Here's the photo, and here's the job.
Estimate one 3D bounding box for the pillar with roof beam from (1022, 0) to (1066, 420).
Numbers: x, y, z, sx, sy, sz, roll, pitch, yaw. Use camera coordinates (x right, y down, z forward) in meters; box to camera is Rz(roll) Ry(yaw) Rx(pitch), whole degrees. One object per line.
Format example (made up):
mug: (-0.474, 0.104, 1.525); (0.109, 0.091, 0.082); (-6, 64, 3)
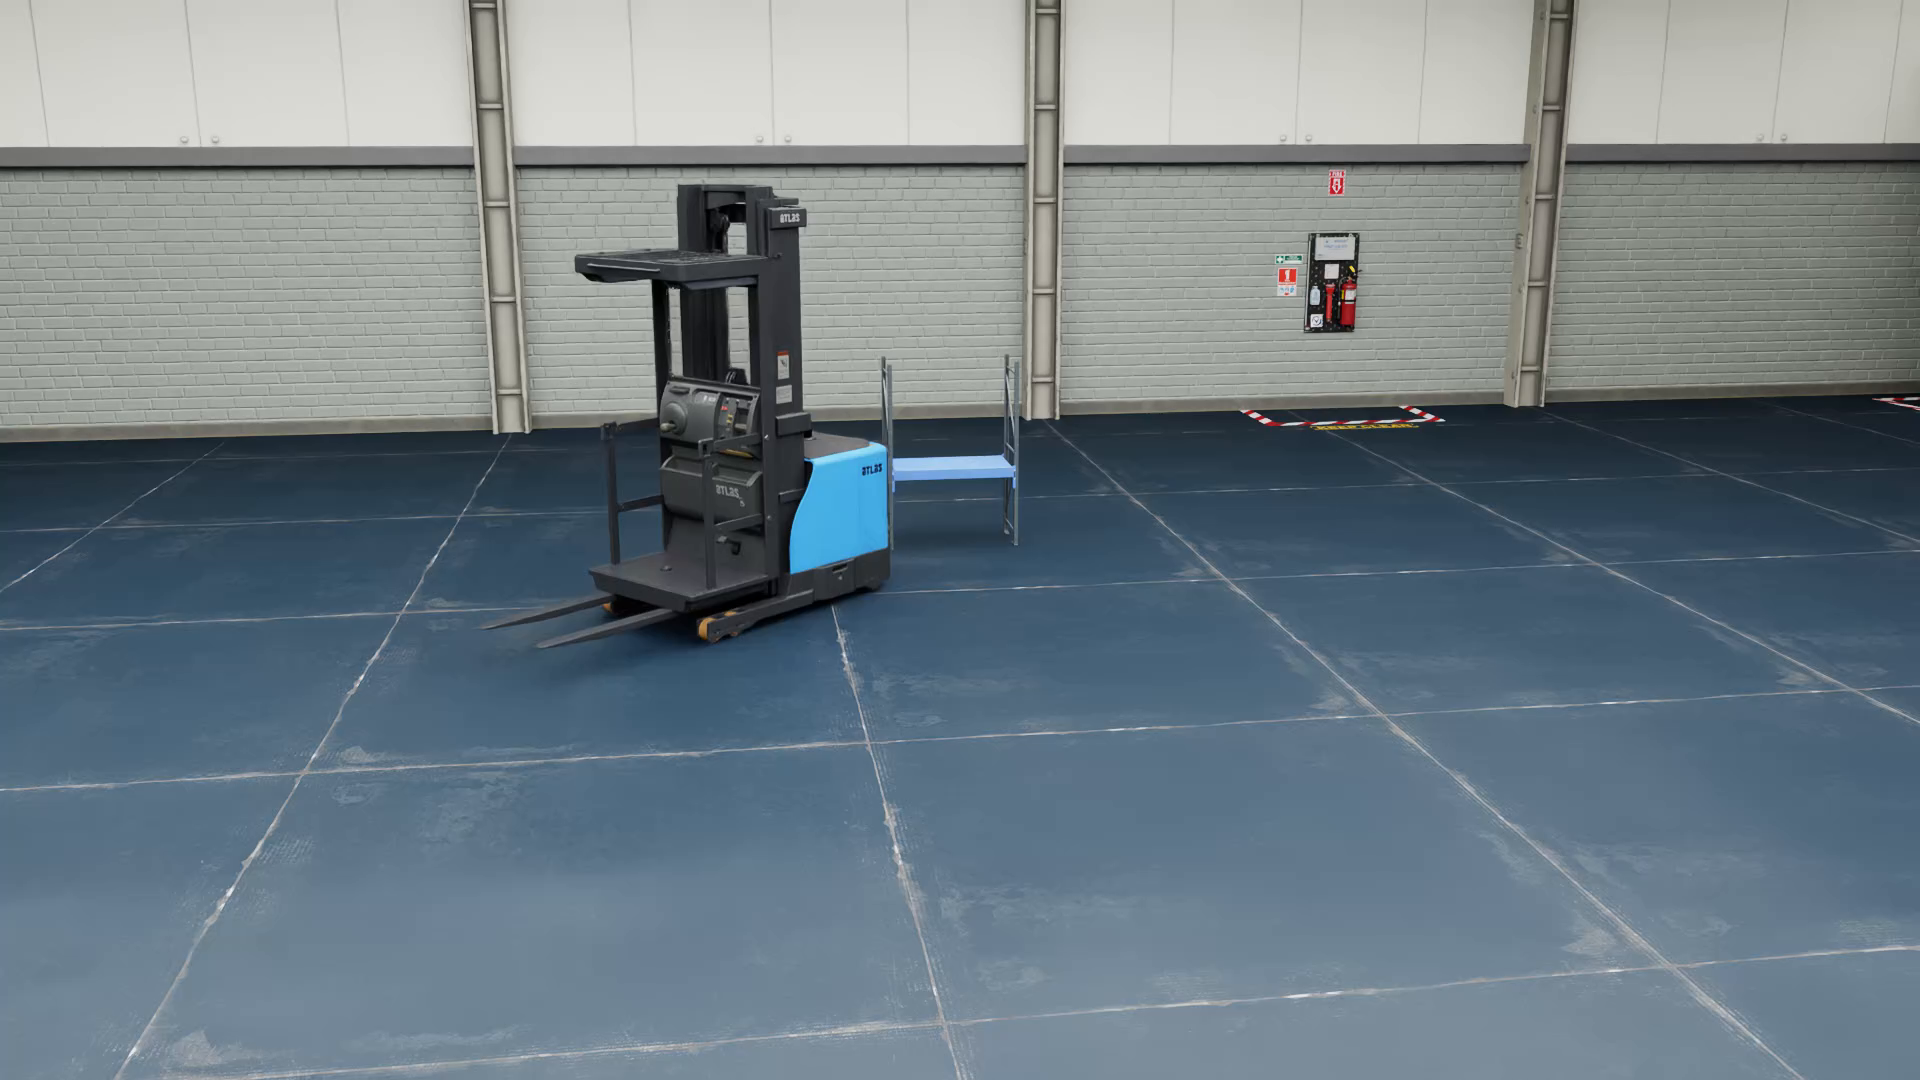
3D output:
pillar with roof beam: (1.583, -4.761, 14.209); (0.400, 9.000, 9.100); (-2, 14, -8)

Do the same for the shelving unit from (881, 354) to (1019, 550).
shelving unit: (-0.084, -0.724, 13.527); (1.048, 1.500, 0.538); (-2, 14, -8)

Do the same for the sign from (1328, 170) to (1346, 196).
sign: (4.402, -4.172, 19.427); (0.199, 0.298, 0.001); (-2, 14, -8)

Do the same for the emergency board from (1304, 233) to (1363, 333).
emergency board: (4.425, -3.024, 19.614); (0.643, 1.169, 0.194); (-2, 14, -8)

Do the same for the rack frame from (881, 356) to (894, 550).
rack frame: (-0.587, -0.706, 13.454); (0.032, 1.500, 0.500); (-2, 14, -8)

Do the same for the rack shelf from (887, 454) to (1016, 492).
rack shelf: (-0.084, -0.550, 13.571); (1.000, 0.185, 0.538); (-2, 14, -8)

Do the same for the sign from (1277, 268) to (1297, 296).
sign: (3.863, -3.046, 19.629); (0.234, 0.329, 0.001); (-2, 14, -8)

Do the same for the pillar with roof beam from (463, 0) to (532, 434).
pillar with roof beam: (-4.350, -4.544, 13.342); (0.400, 9.000, 9.100); (-2, 14, -8)

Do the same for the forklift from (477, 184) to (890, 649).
forklift: (-1.849, -0.879, 11.202); (1.130, 2.935, 3.031); (12, 18, 39)

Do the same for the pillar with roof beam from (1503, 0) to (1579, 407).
pillar with roof beam: (7.516, -4.979, 15.076); (0.400, 9.000, 9.100); (-2, 14, -8)

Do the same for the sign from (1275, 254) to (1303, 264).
sign: (3.869, -3.301, 19.556); (0.331, 0.109, 0.001); (-2, 14, -8)

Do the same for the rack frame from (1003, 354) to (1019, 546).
rack frame: (0.418, -0.743, 13.601); (0.032, 1.500, 0.500); (-2, 14, -8)

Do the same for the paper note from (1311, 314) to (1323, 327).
paper note: (4.240, -2.607, 19.762); (0.142, 0.148, 0.016); (-2, 14, -8)
